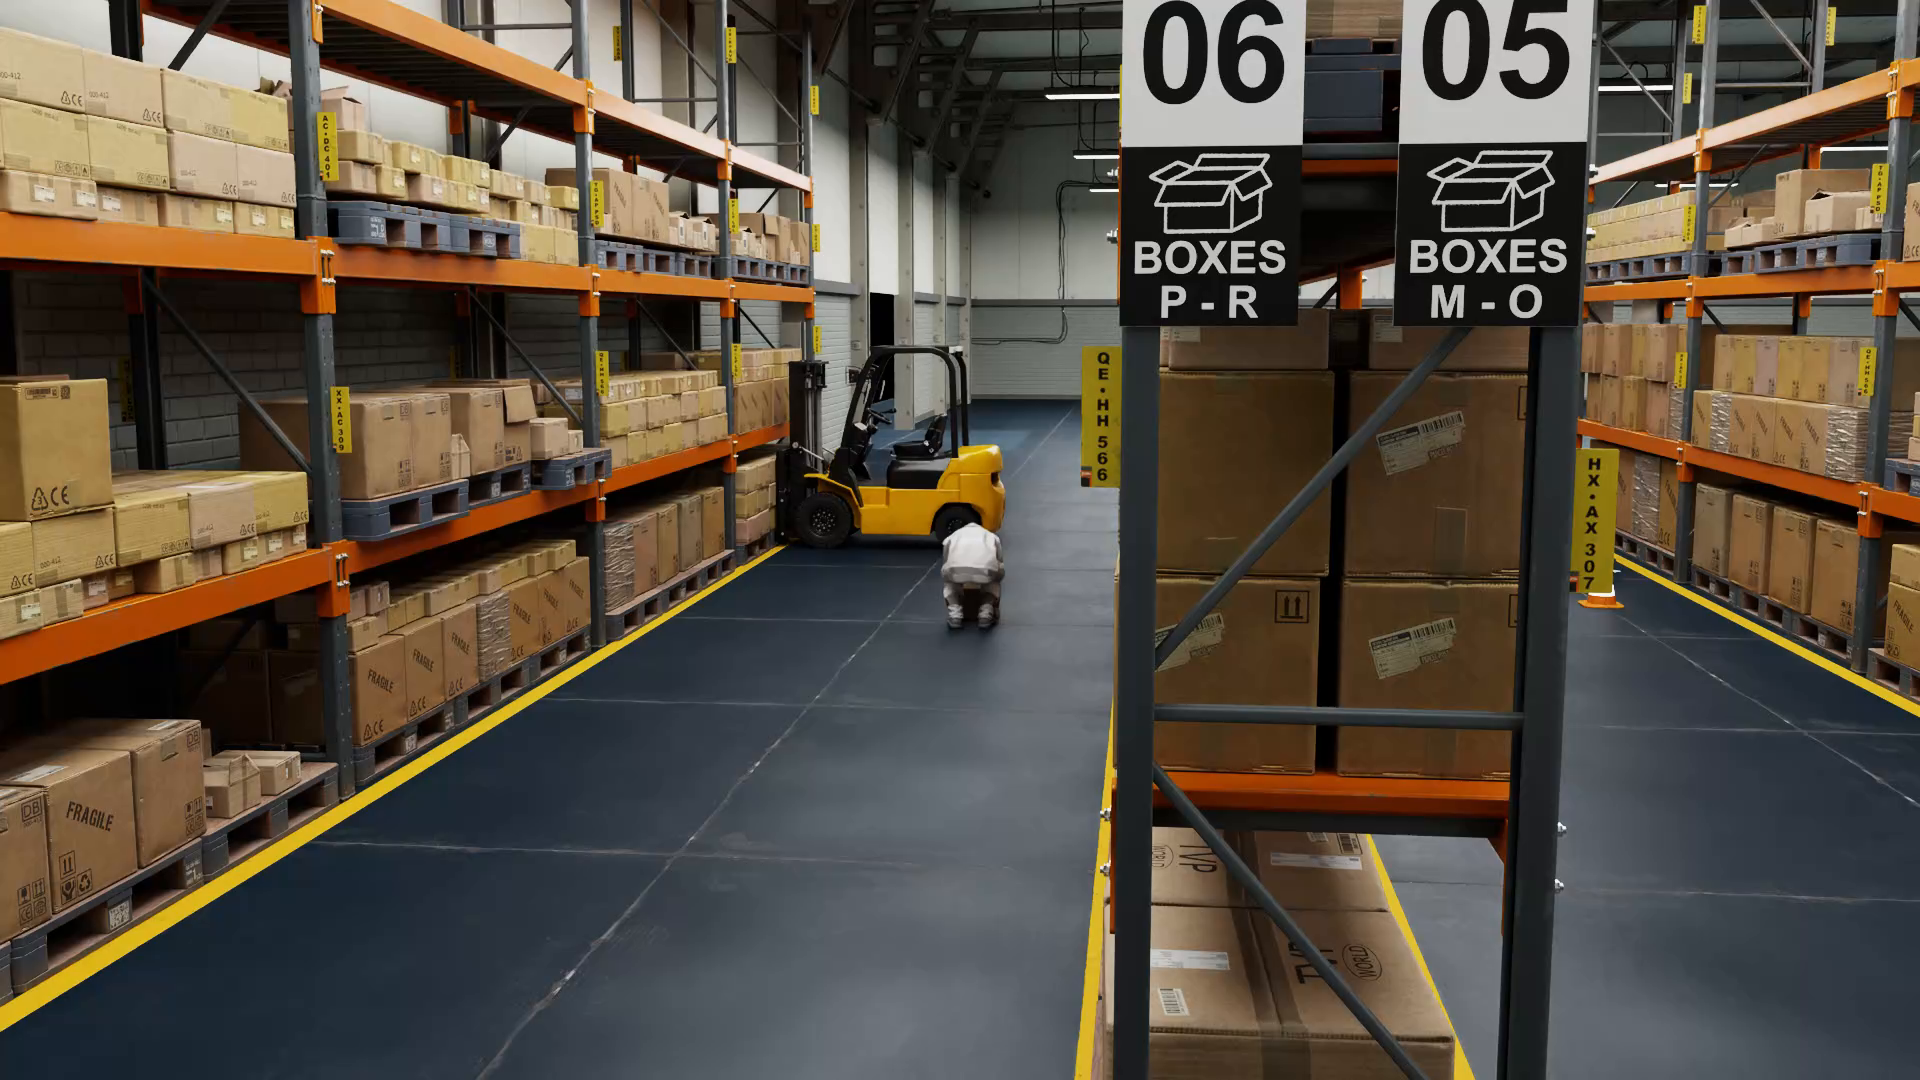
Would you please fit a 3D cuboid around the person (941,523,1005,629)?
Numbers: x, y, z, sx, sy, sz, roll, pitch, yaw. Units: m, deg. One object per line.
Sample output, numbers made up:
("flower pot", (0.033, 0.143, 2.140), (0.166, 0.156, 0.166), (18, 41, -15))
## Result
("person", (0.106, 0.300, 13.416), (0.518, 0.797, 0.954), (1, 8, 5))
